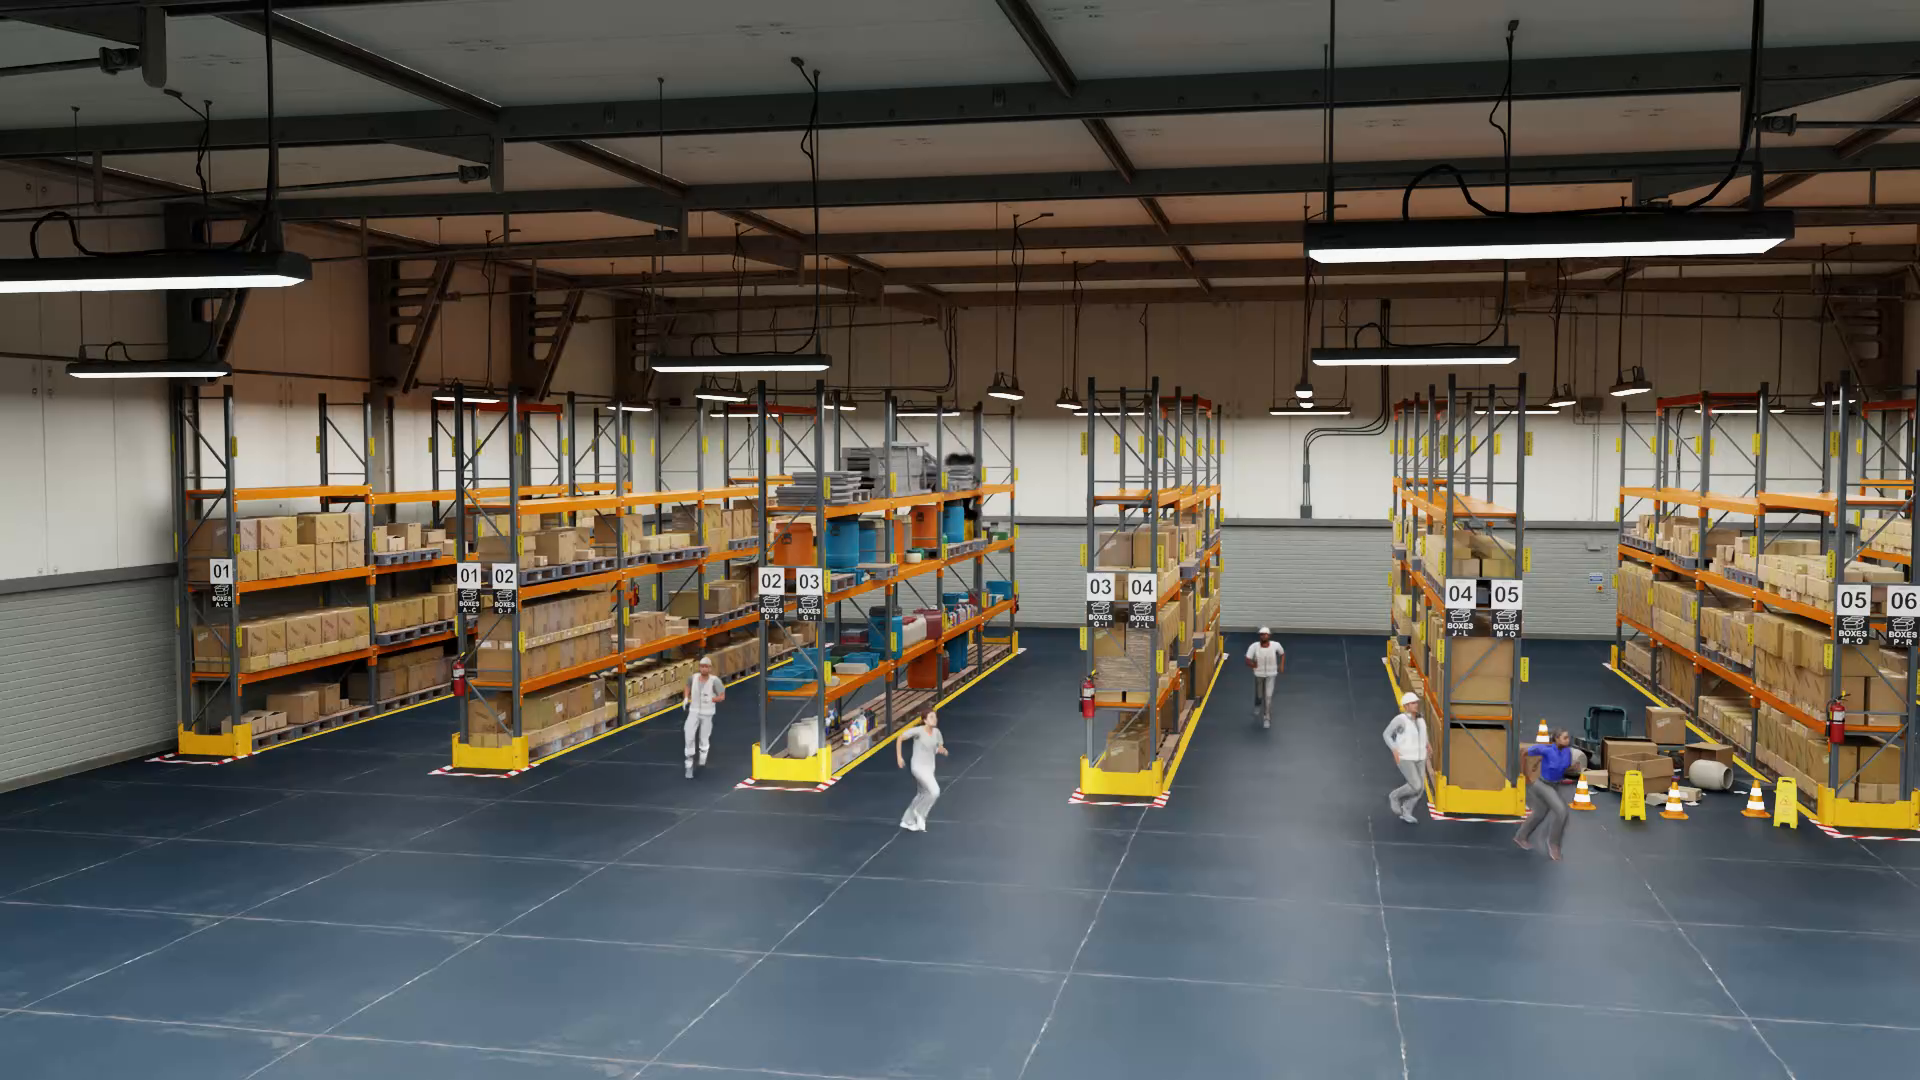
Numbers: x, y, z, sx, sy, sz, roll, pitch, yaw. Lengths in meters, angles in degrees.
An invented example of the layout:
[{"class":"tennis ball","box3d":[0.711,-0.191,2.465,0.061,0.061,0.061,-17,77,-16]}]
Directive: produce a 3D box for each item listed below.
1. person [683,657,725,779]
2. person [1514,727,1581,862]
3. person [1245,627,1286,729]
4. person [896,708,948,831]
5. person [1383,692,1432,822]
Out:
[{"class":"person","box3d":[-3.933,2.698,25.521,0.677,1.826,0.941,0,3,3]},{"class":"person","box3d":[7.132,3.063,20.248,0.569,1.632,0.903,-2,4,-36]},{"class":"person","box3d":[5.499,2.444,29.958,0.710,1.771,0.972,1,3,11]},{"class":"person","box3d":[-0.467,2.970,21.438,0.742,1.616,0.598,3,4,44]},{"class":"person","box3d":[6.022,2.903,22.137,0.654,1.734,0.574,-2,4,-27]}]
